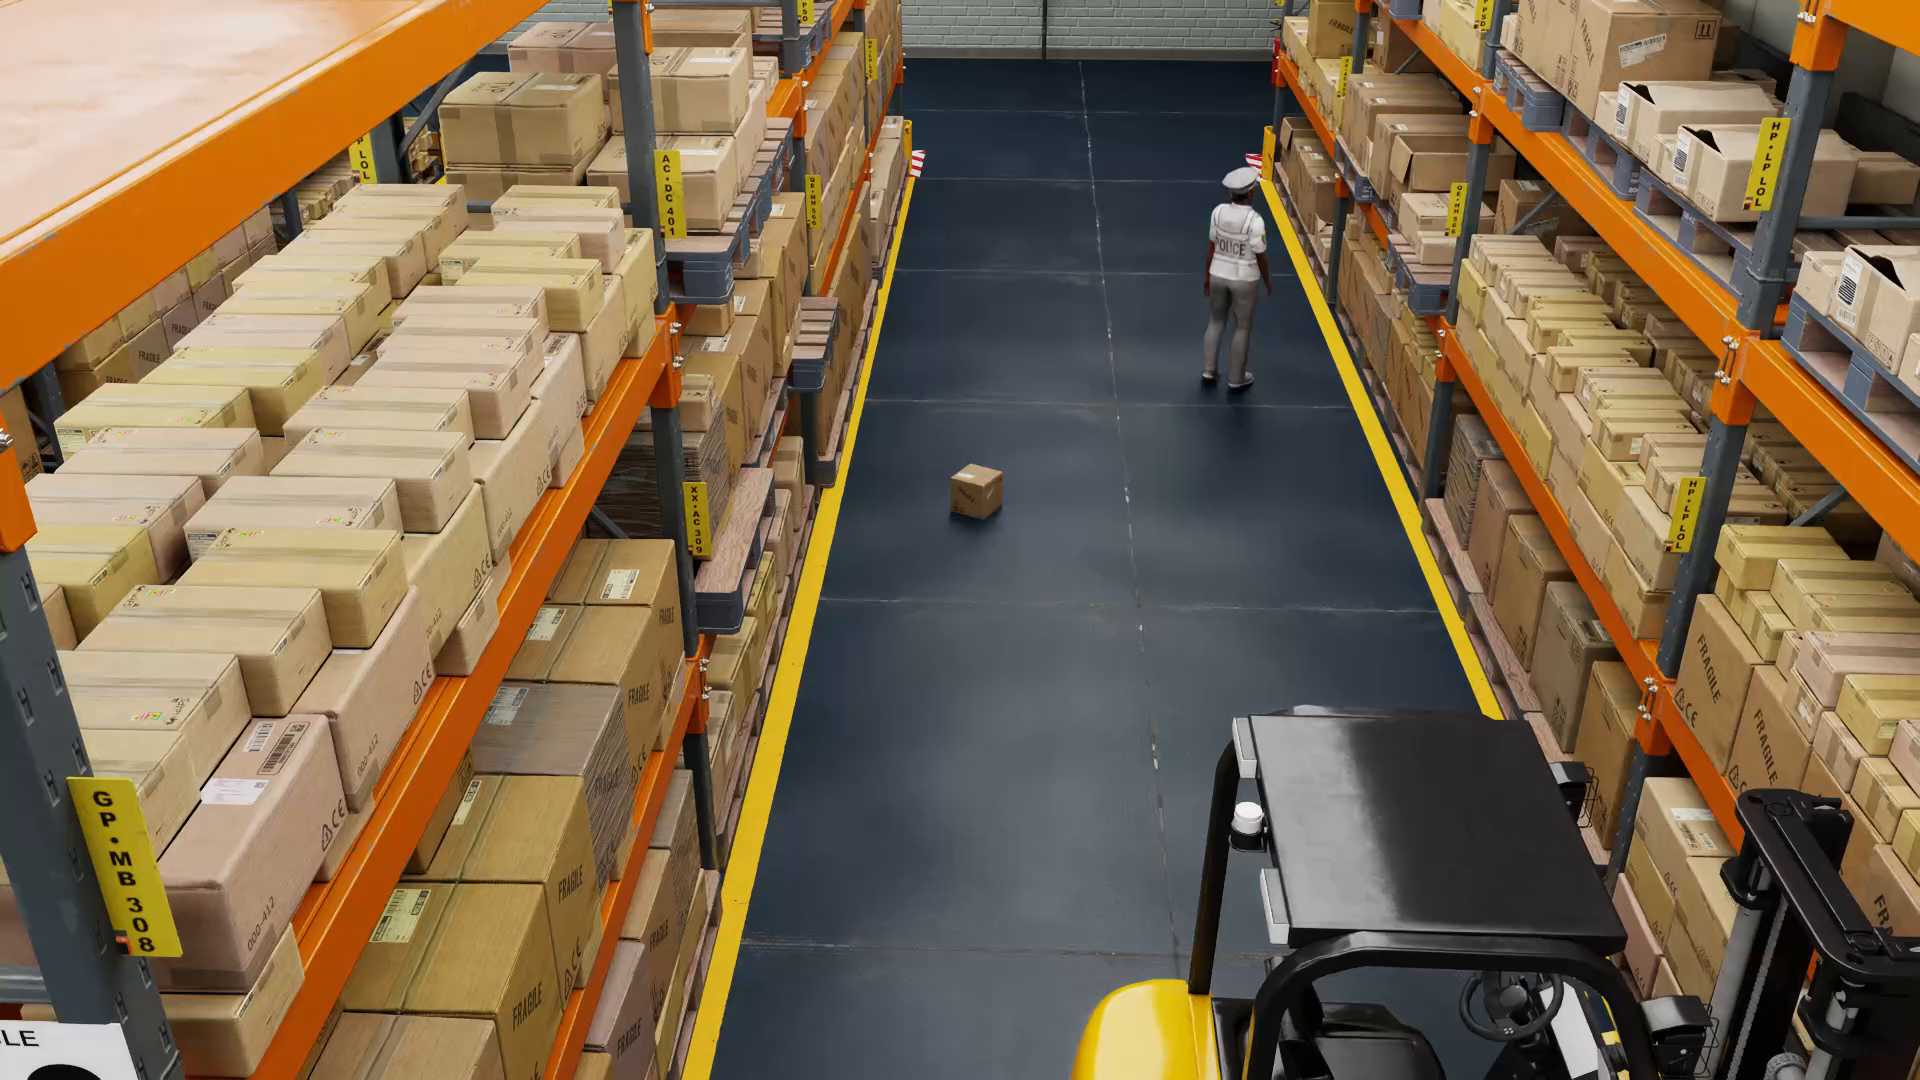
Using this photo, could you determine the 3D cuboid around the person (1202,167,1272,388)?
[{"bbox_3d":[2.067,-1.925,12.411,0.499,1.746,0.412,21,34,33],"label":"person"}]
